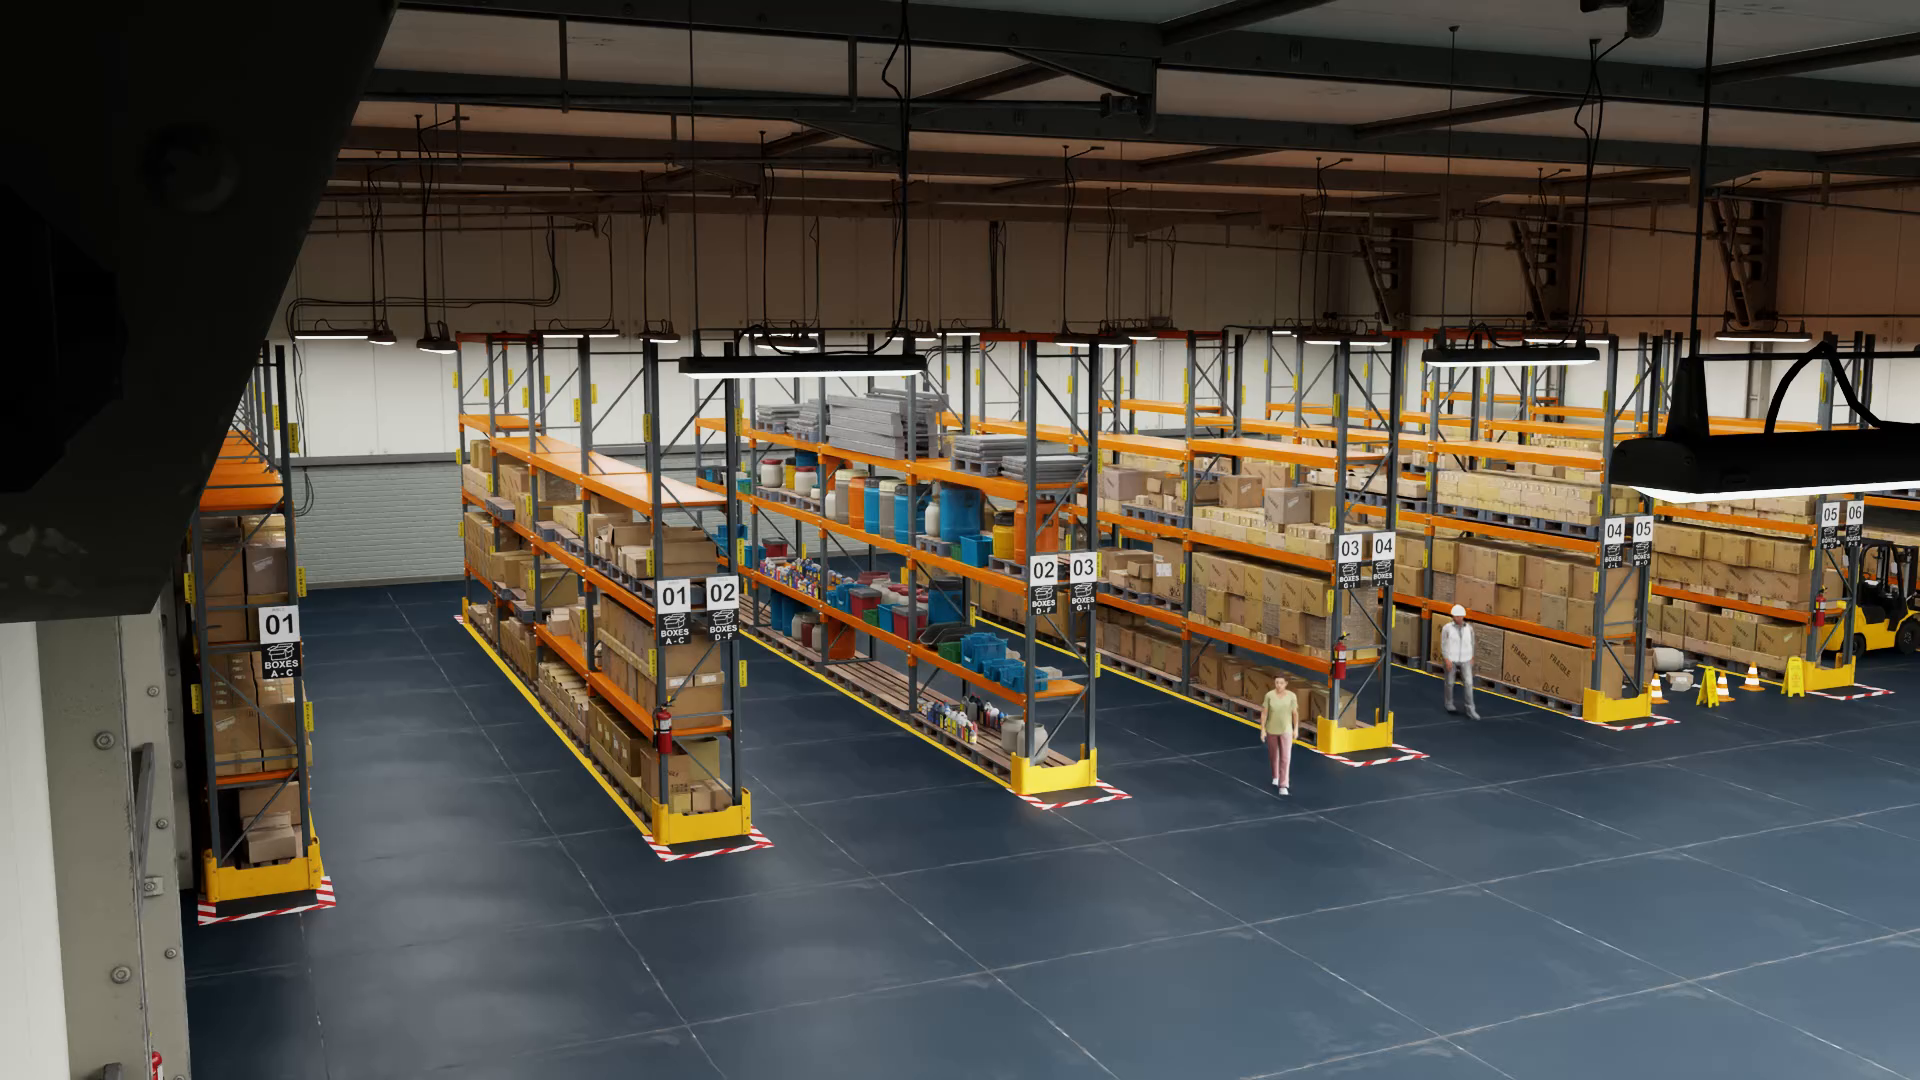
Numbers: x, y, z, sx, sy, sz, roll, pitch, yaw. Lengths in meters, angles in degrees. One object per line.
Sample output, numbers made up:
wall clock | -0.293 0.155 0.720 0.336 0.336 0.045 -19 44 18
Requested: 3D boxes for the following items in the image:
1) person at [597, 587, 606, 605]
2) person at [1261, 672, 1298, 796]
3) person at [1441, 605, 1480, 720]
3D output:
person | -6.815 1.226 31.799 0.489 1.597 1.044 -5 9 -32
person | 4.214 2.560 22.047 0.466 1.592 1.070 3 8 19
person | 7.912 1.904 26.367 0.573 1.747 0.845 1 8 4
